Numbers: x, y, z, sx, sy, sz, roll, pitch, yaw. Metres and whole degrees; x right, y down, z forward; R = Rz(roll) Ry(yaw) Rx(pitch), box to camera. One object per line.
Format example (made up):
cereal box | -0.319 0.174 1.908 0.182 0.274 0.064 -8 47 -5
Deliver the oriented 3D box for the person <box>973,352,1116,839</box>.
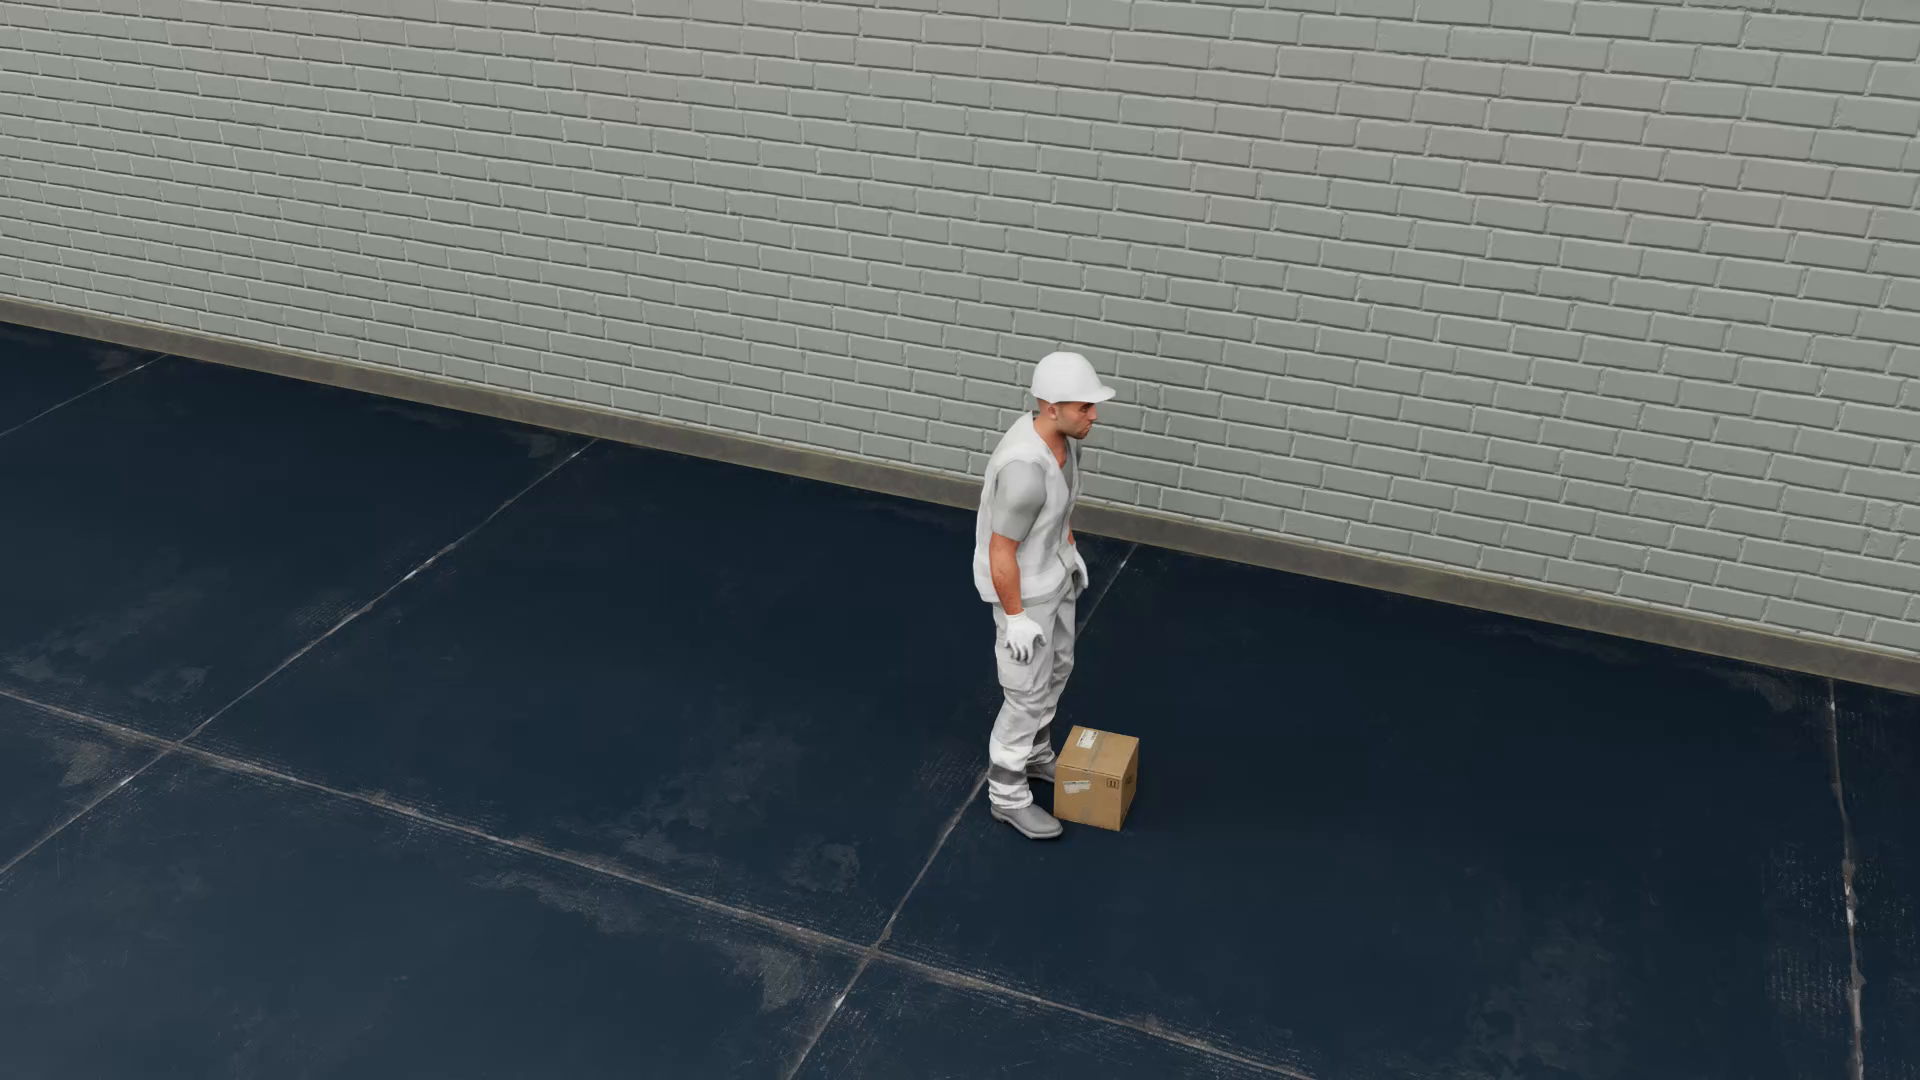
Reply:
person | 0.284 0.174 5.802 0.448 1.779 0.609 11 31 19
